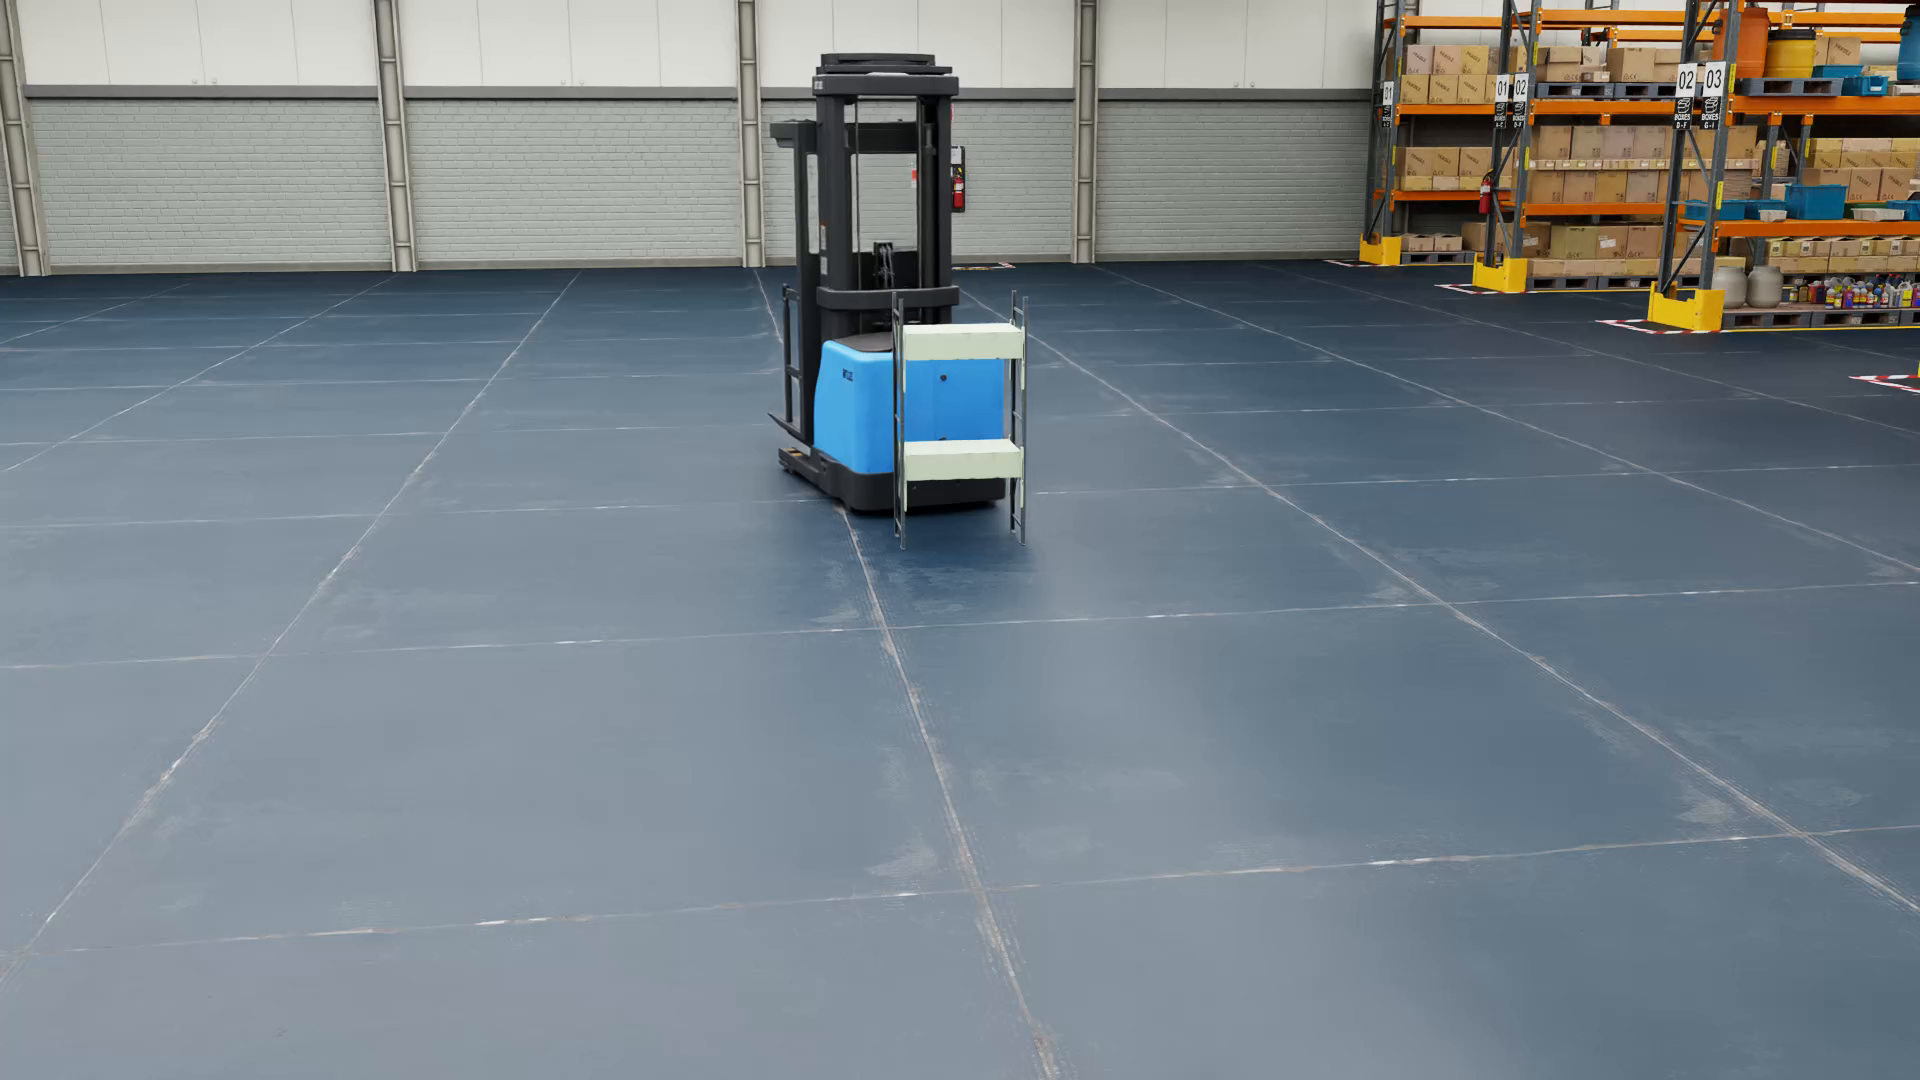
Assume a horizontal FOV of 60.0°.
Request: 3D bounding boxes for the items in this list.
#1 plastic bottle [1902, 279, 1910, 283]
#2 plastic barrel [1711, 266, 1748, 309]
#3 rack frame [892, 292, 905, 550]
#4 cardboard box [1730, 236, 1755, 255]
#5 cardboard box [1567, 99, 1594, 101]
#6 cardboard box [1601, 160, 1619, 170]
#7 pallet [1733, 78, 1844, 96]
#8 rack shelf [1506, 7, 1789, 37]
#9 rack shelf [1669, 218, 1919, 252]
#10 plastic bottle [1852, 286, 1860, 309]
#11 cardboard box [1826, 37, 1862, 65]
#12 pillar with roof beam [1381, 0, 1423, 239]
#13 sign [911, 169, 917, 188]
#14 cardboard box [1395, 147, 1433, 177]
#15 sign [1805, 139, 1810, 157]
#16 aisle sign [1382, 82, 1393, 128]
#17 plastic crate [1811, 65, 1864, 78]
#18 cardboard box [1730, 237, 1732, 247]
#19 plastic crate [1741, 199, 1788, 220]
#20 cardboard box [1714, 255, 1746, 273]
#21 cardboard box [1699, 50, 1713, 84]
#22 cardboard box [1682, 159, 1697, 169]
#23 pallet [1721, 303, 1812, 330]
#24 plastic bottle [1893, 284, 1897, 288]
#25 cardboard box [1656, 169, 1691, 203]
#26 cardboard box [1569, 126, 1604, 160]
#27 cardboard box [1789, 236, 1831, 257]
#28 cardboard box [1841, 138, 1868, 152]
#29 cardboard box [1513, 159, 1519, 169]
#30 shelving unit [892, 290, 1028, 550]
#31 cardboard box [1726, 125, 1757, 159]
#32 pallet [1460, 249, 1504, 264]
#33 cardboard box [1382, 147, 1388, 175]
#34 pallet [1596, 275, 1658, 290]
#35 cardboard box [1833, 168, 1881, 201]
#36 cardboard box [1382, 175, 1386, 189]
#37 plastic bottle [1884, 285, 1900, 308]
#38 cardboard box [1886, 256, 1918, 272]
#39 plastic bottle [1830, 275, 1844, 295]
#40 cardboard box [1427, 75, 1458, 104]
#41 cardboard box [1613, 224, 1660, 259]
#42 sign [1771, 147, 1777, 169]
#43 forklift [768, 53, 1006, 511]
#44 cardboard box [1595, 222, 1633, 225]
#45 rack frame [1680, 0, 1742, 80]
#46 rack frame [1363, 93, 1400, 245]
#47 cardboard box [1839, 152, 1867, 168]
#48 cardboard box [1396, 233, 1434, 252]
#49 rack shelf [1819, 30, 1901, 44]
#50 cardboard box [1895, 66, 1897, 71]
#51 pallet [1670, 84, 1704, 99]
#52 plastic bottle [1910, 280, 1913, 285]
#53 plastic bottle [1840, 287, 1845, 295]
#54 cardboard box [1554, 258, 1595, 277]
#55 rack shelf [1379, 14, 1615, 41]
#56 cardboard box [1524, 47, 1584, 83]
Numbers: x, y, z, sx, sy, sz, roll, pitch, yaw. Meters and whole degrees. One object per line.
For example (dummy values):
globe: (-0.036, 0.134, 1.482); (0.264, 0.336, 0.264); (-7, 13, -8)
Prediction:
plastic bottle: (12.357, -3.275, 21.811); (0.135, 0.276, 0.152); (-2, 14, -6)
plastic barrel: (9.737, -3.202, 21.074); (0.421, 0.512, 0.421); (0, 14, 0)
rack frame: (-0.369, -0.714, 9.986); (0.023, 1.500, 0.400); (-2, 14, -8)
cardboard box: (12.677, -4.725, 26.532); (0.500, 0.311, 0.500); (-2, 14, -8)
cardboard box: (11.112, -8.126, 30.044); (0.500, 0.500, 0.500); (-2, 14, -7)
cardboard box: (9.804, -5.718, 25.315); (0.250, 0.149, 0.380); (-3, 14, -10)
pallet: (9.930, -5.532, 20.338); (1.213, 0.211, 1.003); (-2, 14, -8)
rack shelf: (10.341, -7.794, 25.101); (4.000, 0.370, 1.077); (-2, 14, -8)
rack shelf: (11.076, -3.886, 21.030); (4.000, 0.370, 1.077); (-2, 14, -8)
plastic bottle: (11.276, -3.056, 20.945); (0.097, 0.271, 0.097); (0, 14, 0)
cardboard box: (13.494, -7.488, 25.650); (0.500, 0.500, 0.500); (-1, 14, -3)
pillar with roof beam: (8.827, -8.654, 26.228); (0.400, 9.000, 9.100); (-2, 14, -8)
sign: (-0.759, -6.503, 29.914); (0.234, 0.329, 0.001); (-2, 14, -8)
cardboard box: (8.139, -6.791, 29.861); (0.500, 0.500, 0.500); (-2, 14, -8)
sign: (15.623, -7.229, 30.662); (0.005, 0.325, 0.100); (-2, 14, -8)
aisle sign: (7.595, -7.732, 29.542); (0.004, 0.787, 0.394); (-2, 14, -8)
plastic crate: (10.939, -5.751, 20.855); (0.575, 0.384, 0.392); (-2, 14, -8)
cardboard box: (14.302, -5.807, 31.446); (0.500, 0.500, 0.700); (-2, 14, -8)
plastic crate: (10.191, -4.203, 21.120); (0.408, 0.251, 0.499); (-2, 14, -8)
cardboard box: (11.893, -4.300, 25.990); (0.500, 0.250, 0.500); (-2, 14, -8)
cardboard box: (11.782, -7.319, 25.718); (0.500, 0.500, 0.500); (-1, 14, -4)
cardboard box: (11.076, -5.765, 25.502); (0.250, 0.149, 0.380); (-2, 14, -9)
pallet: (9.970, -2.852, 21.161); (1.213, 0.211, 1.003); (-2, 14, -8)
plastic bottle: (11.909, -3.116, 21.159); (0.133, 0.283, 0.061); (-2, 14, -8)
cardboard box: (10.864, -5.492, 25.750); (0.500, 0.500, 0.700); (-2, 14, -7)
cardboard box: (9.399, -6.068, 25.379); (0.500, 0.500, 0.700); (-2, 14, -10)
cardboard box: (13.260, -4.613, 26.087); (0.500, 0.311, 0.500); (-2, 14, -9)
cardboard box: (16.551, -7.376, 31.067); (0.500, 0.250, 0.500); (-2, 14, -9)
cardboard box: (8.713, -5.777, 25.552); (0.250, 0.149, 0.380); (-2, 14, -9)
shelving unit: (-0.007, -0.727, 10.038); (0.755, 1.500, 0.431); (-2, 14, -8)
cardboard box: (11.881, -6.159, 25.743); (0.500, 0.500, 0.700); (-2, 14, -8)
pallet: (9.709, -5.260, 30.763); (1.213, 0.211, 1.003); (-2, 14, -8)
cardboard box: (8.056, -6.915, 30.353); (0.500, 0.500, 0.500); (-2, 14, -9)
pallet: (10.317, -4.083, 26.068); (1.213, 0.211, 1.003); (-2, 14, -8)
cardboard box: (14.097, -5.609, 26.215); (0.500, 0.500, 0.500); (-2, 14, -8)
cardboard box: (8.055, -6.546, 30.425); (0.500, 0.250, 0.500); (-2, 14, -7)
plastic bottle: (11.789, -3.084, 21.046); (0.135, 0.276, 0.152); (-2, 14, -7)
cardboard box: (14.784, -4.399, 26.387); (0.500, 0.250, 0.500); (-2, 14, -7)
plastic bottle: (11.402, -3.278, 21.666); (0.185, 0.351, 0.144); (-2, 14, -6)
cardboard box: (8.526, -8.022, 29.628); (0.500, 0.500, 0.500); (-1, 14, -5)
cardboard box: (10.411, -4.608, 25.676); (0.500, 0.500, 0.500); (-2, 14, -8)
sign: (12.403, -5.824, 25.336); (0.005, 0.325, 0.100); (-2, 14, -8)
forklift: (-0.695, -1.922, 11.862); (1.130, 2.935, 3.031); (-5, 15, -20)
cardboard box: (10.331, -4.737, 26.190); (0.500, 0.500, 0.500); (-2, 14, -8)
rack frame: (9.098, -7.073, 19.924); (0.127, 3.000, 1.000); (-2, 14, -8)
rack frame: (7.622, -6.546, 30.156); (0.127, 3.000, 1.000); (-2, 14, -8)
cardboard box: (16.570, -7.011, 31.153); (0.500, 0.500, 0.500); (-2, 14, -6)
cardboard box: (8.319, -5.458, 30.443); (0.500, 0.311, 0.500); (-4, 15, -15)
rack shelf: (17.510, -9.275, 31.007); (4.000, 0.370, 1.077); (-2, 14, -8)
cardboard box: (17.556, -8.653, 31.284); (0.500, 0.500, 0.700); (-2, 14, -8)
pallet: (11.479, -6.874, 25.481); (1.213, 0.211, 1.003); (-2, 14, -8)
plastic bottle: (12.374, -3.253, 21.708); (0.133, 0.283, 0.061); (-2, 14, -8)
plastic bottle: (11.464, -3.178, 21.575); (0.097, 0.201, 0.097); (0, 14, 0)
cardboard box: (9.421, -4.209, 25.629); (0.500, 0.250, 0.500); (-2, 14, -8)
rack shelf: (9.600, -9.178, 29.803); (4.000, 0.370, 1.077); (-2, 14, -8)
cardboard box: (8.932, -7.151, 25.039); (0.637, 0.503, 0.797); (-1, 14, -4)
